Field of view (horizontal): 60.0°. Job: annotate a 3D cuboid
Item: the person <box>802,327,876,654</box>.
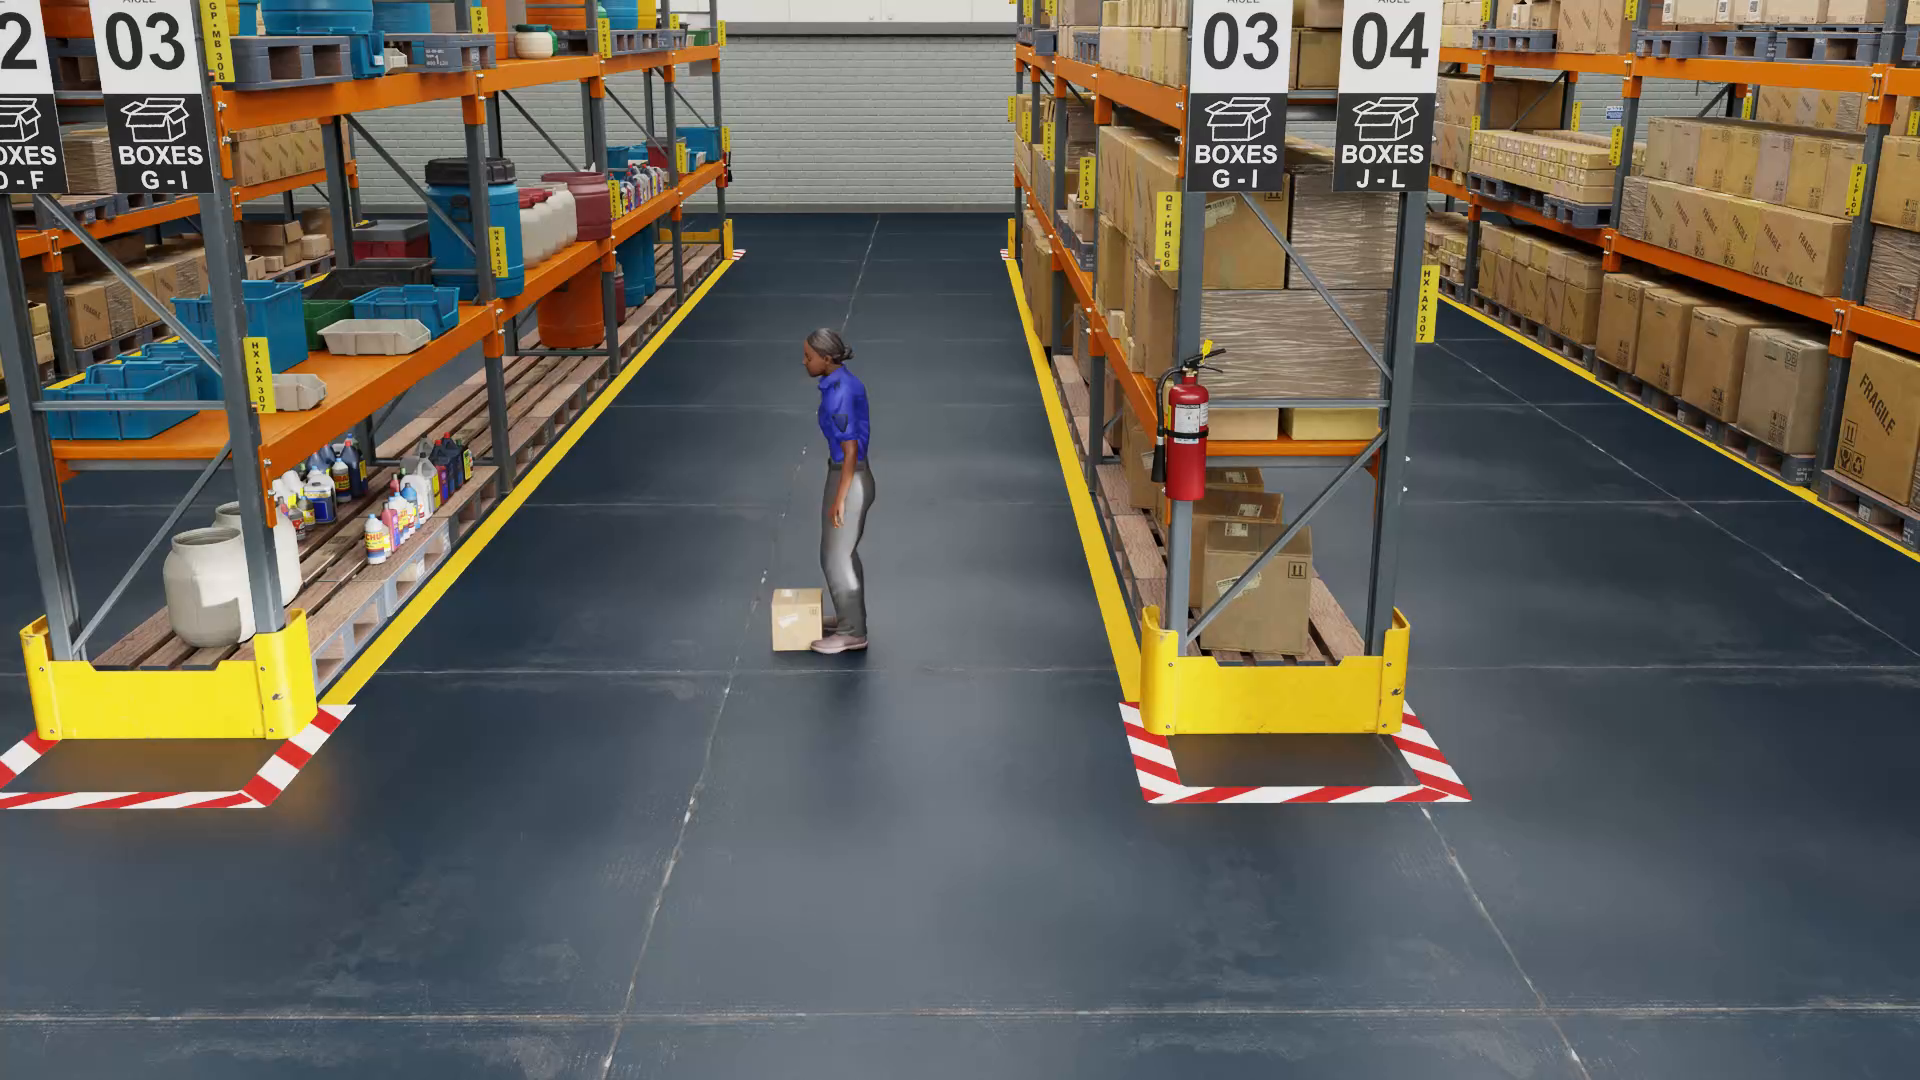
[{"bbox_3d":[-0.603,-0.263,8.404,0.350,1.653,0.527,-1,17,-4],"label":"person"}]
